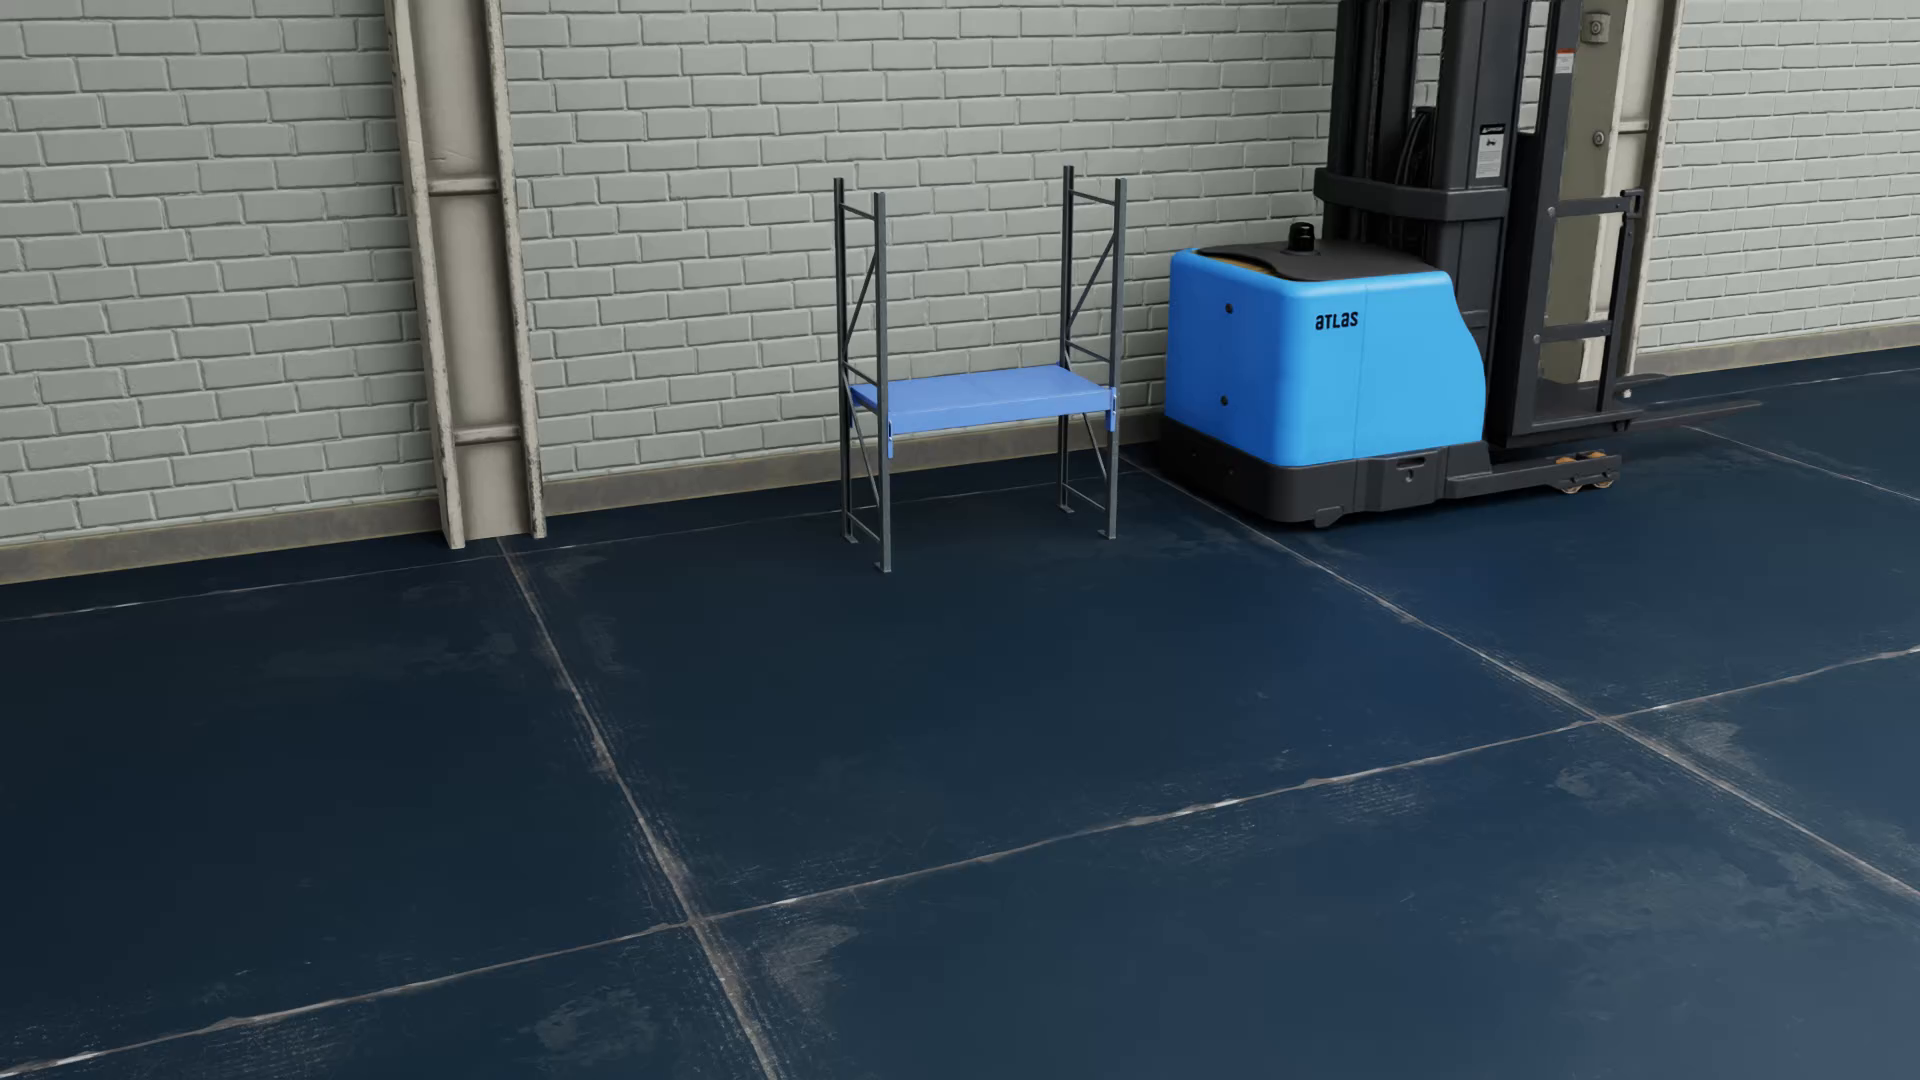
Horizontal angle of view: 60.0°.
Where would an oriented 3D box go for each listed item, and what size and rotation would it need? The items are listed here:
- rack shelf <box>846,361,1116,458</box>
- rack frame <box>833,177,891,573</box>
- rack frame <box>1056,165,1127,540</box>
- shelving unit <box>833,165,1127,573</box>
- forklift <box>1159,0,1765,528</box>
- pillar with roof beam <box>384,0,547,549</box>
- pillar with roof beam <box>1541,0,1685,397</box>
[{"bbox_3d":[0.078,-0.549,6.865,1.000,0.185,0.538,-8,21,-22],"label":"rack shelf"},{"bbox_3d":[-0.388,-0.652,6.615,0.032,1.500,0.500,-8,21,-22],"label":"rack frame"},{"bbox_3d":[0.545,-0.786,6.995,0.032,1.500,0.500,-8,21,-22],"label":"rack frame"},{"bbox_3d":[0.078,-0.719,6.805,1.048,1.500,0.538,-8,21,-22],"label":"shelving unit"},{"bbox_3d":[2.497,-1.744,7.561,3.031,2.935,1.130,-9,21,-23],"label":"forklift"},{"bbox_3d":[-0.290,-2.966,1.896,0.400,9.000,9.100,-8,21,-22],"label":"pillar with roof beam"},{"bbox_3d":[5.219,-3.755,4.138,0.400,9.000,9.100,-8,21,-22],"label":"pillar with roof beam"}]
